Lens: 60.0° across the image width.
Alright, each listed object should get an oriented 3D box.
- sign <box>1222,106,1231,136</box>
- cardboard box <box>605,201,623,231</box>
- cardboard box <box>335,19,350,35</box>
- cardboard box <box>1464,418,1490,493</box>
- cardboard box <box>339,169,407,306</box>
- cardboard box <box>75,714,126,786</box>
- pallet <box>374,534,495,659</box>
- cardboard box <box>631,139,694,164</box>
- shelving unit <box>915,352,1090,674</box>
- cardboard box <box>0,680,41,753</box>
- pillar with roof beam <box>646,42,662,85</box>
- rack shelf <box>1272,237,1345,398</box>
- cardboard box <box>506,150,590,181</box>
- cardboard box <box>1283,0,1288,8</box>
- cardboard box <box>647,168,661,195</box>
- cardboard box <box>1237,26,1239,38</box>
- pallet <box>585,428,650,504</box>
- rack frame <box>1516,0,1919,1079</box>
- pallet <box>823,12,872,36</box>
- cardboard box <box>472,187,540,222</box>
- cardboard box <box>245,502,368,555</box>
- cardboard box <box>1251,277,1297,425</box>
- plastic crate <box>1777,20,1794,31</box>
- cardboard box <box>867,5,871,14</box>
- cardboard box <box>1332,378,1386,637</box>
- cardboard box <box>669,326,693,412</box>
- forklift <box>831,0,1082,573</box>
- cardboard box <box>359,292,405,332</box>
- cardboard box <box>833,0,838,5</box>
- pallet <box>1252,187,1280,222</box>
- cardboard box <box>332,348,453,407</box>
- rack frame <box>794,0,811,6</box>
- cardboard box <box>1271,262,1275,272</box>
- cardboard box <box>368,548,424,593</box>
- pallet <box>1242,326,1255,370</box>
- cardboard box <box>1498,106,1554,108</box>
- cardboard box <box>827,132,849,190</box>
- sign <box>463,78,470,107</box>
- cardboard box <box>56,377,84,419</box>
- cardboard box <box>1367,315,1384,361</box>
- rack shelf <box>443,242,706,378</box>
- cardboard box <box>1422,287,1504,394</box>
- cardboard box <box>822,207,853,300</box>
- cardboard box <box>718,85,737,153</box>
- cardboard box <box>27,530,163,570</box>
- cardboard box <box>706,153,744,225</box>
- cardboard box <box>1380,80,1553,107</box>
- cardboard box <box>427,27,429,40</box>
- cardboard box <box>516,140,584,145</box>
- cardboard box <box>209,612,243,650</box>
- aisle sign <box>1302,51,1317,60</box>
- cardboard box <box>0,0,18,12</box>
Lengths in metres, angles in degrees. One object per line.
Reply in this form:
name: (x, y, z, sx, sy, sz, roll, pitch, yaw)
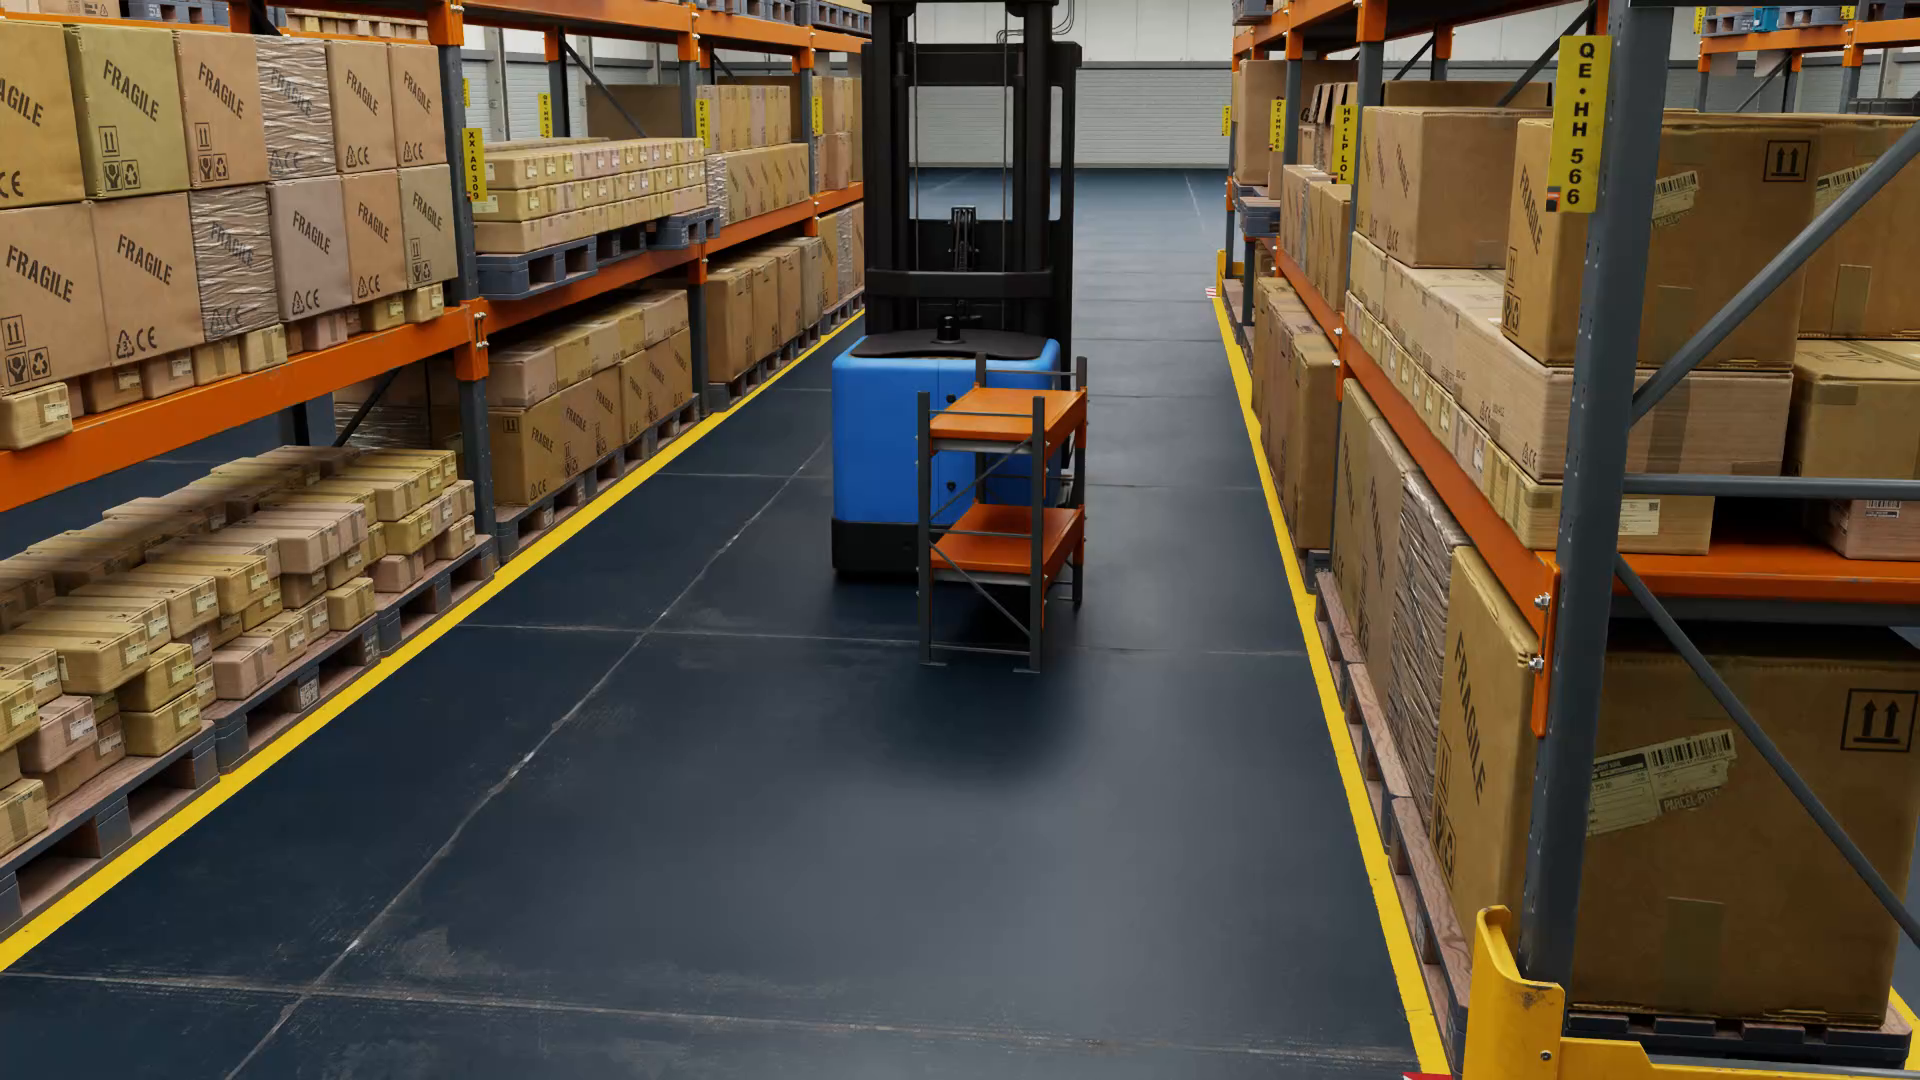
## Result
sign: (2.979, -4.677, 18.554, 0.100, 0.325, 0.005, 2, 15, 6)
cardboard box: (-2.109, -1.812, 9.294, 0.380, 0.149, 0.250, 1, 15, 5)
cardboard box: (-6.389, -5.165, 16.750, 0.380, 0.149, 0.250, 1, 15, 5)
cardboard box: (1.483, -0.207, 4.163, 0.380, 0.149, 0.250, 2, 15, 6)
cardboard box: (-2.586, -1.227, 6.691, 0.500, 0.500, 0.500, 1, 15, 5)
cardboard box: (-2.858, 0.646, 5.182, 0.380, 0.149, 0.250, 2, 15, 7)
pallet: (-2.793, 0.218, 7.451, 1.003, 0.211, 1.213, 2, 15, 6)
cardboard box: (-1.932, -2.504, 10.711, 0.380, 0.149, 0.250, 2, 15, 6)
shelving unit: (0.198, -0.152, 7.068, 0.538, 1.125, 1.048, 4, 16, 13)
cardboard box: (-2.808, 0.495, 4.604, 0.380, 0.149, 0.250, 1, 15, 4)
pillar with roof beam: (-4.572, -15.076, 47.178, 9.100, 9.000, 0.400, 2, 15, 6)
rack shelf: (2.390, -1.302, 9.110, 1.077, 0.370, 4.000, 2, 15, 6)
cardboard box: (-2.164, -1.964, 8.716, 0.380, 0.149, 0.250, 1, 15, 6)
cardboard box: (2.425, -3.674, 11.045, 0.500, 0.250, 0.500, 2, 15, 6)
cardboard box: (-2.019, -2.157, 10.000, 0.380, 0.149, 0.250, 2, 15, 6)
cardboard box: (3.155, -5.368, 17.307, 0.500, 0.250, 0.500, 1, 15, 5)
pallet: (-2.531, -0.476, 10.019, 1.003, 0.211, 1.213, 2, 15, 6)
rack frame: (1.709, -0.094, 3.262, 0.949, 2.616, 0.053, 2, 15, 6)
pallet: (-1.472, -5.628, 18.152, 1.003, 0.211, 1.213, 2, 15, 6)
cardboard box: (-2.251, -1.617, 8.002, 0.380, 0.149, 0.250, 2, 15, 7)
cardboard box: (-2.590, -0.047, 6.606, 0.380, 0.149, 0.250, 1, 15, 4)
cardboard box: (2.517, -1.167, 10.497, 1.225, 0.875, 0.875, 1, 15, 4)
plastic crate: (7.767, -4.809, 15.458, 0.243, 0.136, 0.396, 2, 15, 6)
cardboard box: (-1.157, -5.765, 17.975, 0.380, 0.149, 0.250, 2, 15, 7)
cardboard box: (2.010, -0.139, 6.696, 0.875, 0.875, 0.875, 2, 15, 6)
cardboard box: (-2.116, -1.158, 11.184, 0.500, 0.500, 0.500, 2, 15, 6)
forklift: (0.071, -1.578, 8.884, 1.130, 2.935, 3.031, 2, 15, 6)
cardboard box: (-2.563, -0.963, 6.960, 0.380, 0.149, 0.250, 2, 15, 8)
cardboard box: (-1.386, -5.237, 16.022, 0.380, 0.149, 0.250, 1, 15, 5)
pallet: (2.798, -2.590, 12.863, 1.003, 0.211, 1.213, 2, 15, 6)
cardboard box: (-2.920, -0.862, 8.651, 0.500, 0.250, 0.500, 1, 15, 5)
rack frame: (-1.850, -6.274, 14.625, 1.000, 3.000, 0.127, 2, 15, 6)
cardboard box: (3.152, -2.304, 15.422, 0.500, 0.500, 0.500, 1, 15, 5)
cardboard box: (-2.537, 0.117, 7.139, 0.380, 0.149, 0.250, 1, 15, 4)
pallet: (2.980, -1.658, 14.388, 1.003, 0.211, 1.213, 2, 15, 6)
cardboard box: (2.378, -1.437, 6.511, 0.500, 0.500, 0.500, 2, 15, 8)
cardboard box: (-1.603, -3.826, 16.779, 0.875, 0.550, 0.550, 2, 15, 6)
sign: (-5.779, -5.225, 19.415, 0.100, 0.325, 0.005, 2, 15, 6)
cardboard box: (-2.878, -0.426, 4.971, 0.380, 0.149, 0.250, 2, 15, 9)
cardboard box: (1.713, -0.738, 6.126, 0.380, 0.149, 0.250, 1, 15, 5)
rack shelf: (-2.527, -1.475, 9.747, 1.077, 0.370, 4.000, 2, 15, 6)
cardboard box: (1.619, -0.562, 4.710, 0.500, 0.250, 0.500, 1, 15, 4)
cardboard box: (-1.612, -2.950, 17.092, 0.875, 0.875, 0.875, 2, 15, 7)
cardboard box: (-2.129, -3.252, 12.835, 0.700, 0.500, 0.500, 1, 15, 5)
cardboard box: (-3.199, 0.071, 6.171, 0.380, 0.149, 0.250, 2, 15, 7)
cardboard box: (-1.928, -2.629, 12.448, 0.500, 0.500, 0.500, 2, 15, 6)
cardboard box: (2.228, -1.829, 7.567, 0.797, 0.503, 0.637, 1, 15, 5)
cardboard box: (-6.086, -5.696, 18.714, 0.380, 0.149, 0.250, 2, 15, 7)
cardboard box: (-2.606, -2.462, 10.557, 0.380, 0.149, 0.250, 2, 15, 6)
cardboard box: (-2.802, 0.294, 5.916, 0.380, 0.149, 0.250, 2, 15, 9)
aisle sign: (3.823, -5.505, 18.295, 0.394, 0.787, 0.004, 2, 15, 6)
cardboard box: (-7.027, -3.864, 11.939, 0.380, 0.149, 0.250, 2, 15, 6)
